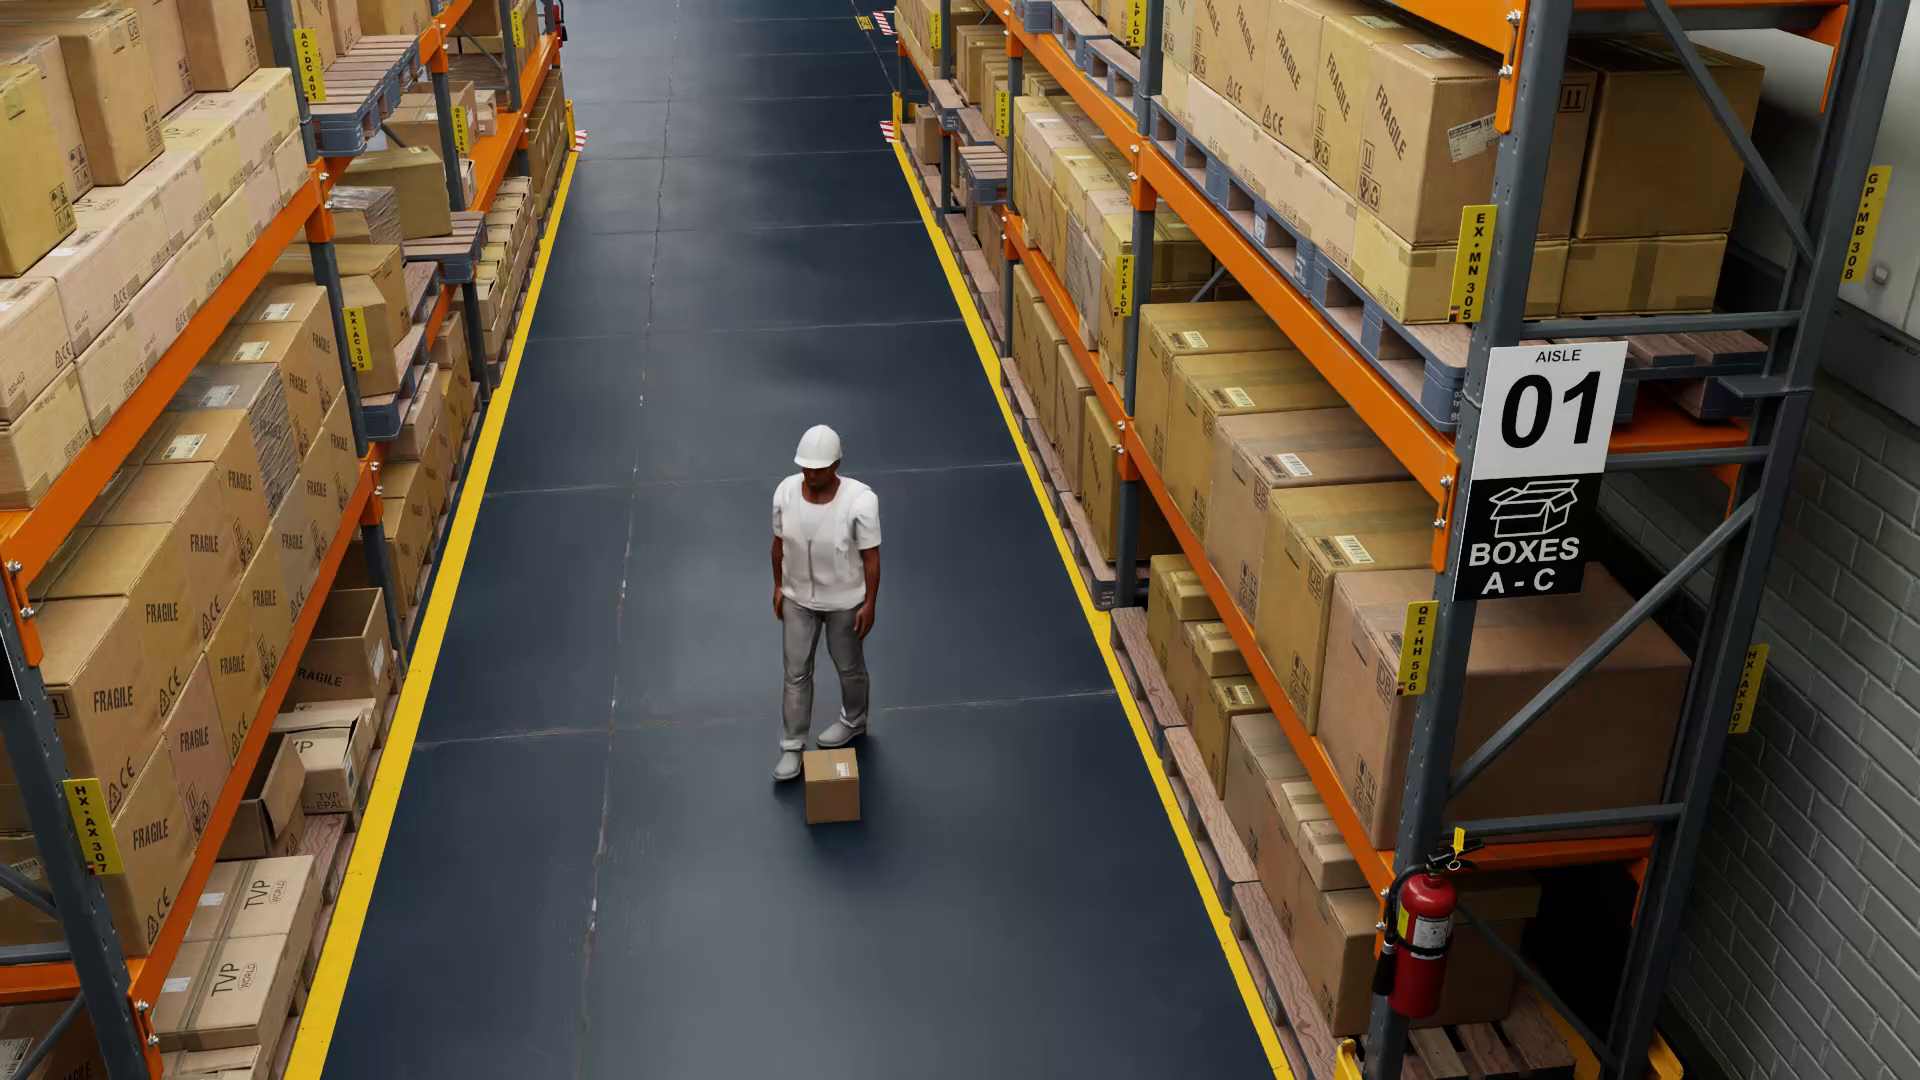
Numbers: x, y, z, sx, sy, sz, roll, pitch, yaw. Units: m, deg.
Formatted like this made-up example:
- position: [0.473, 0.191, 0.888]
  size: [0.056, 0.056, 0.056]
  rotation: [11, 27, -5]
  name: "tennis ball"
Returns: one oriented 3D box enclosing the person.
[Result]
- position: [-0.687, 0.313, 7.973]
  size: [0.565, 1.758, 0.685]
  rotation: [8, 28, 14]
  name: "person"
